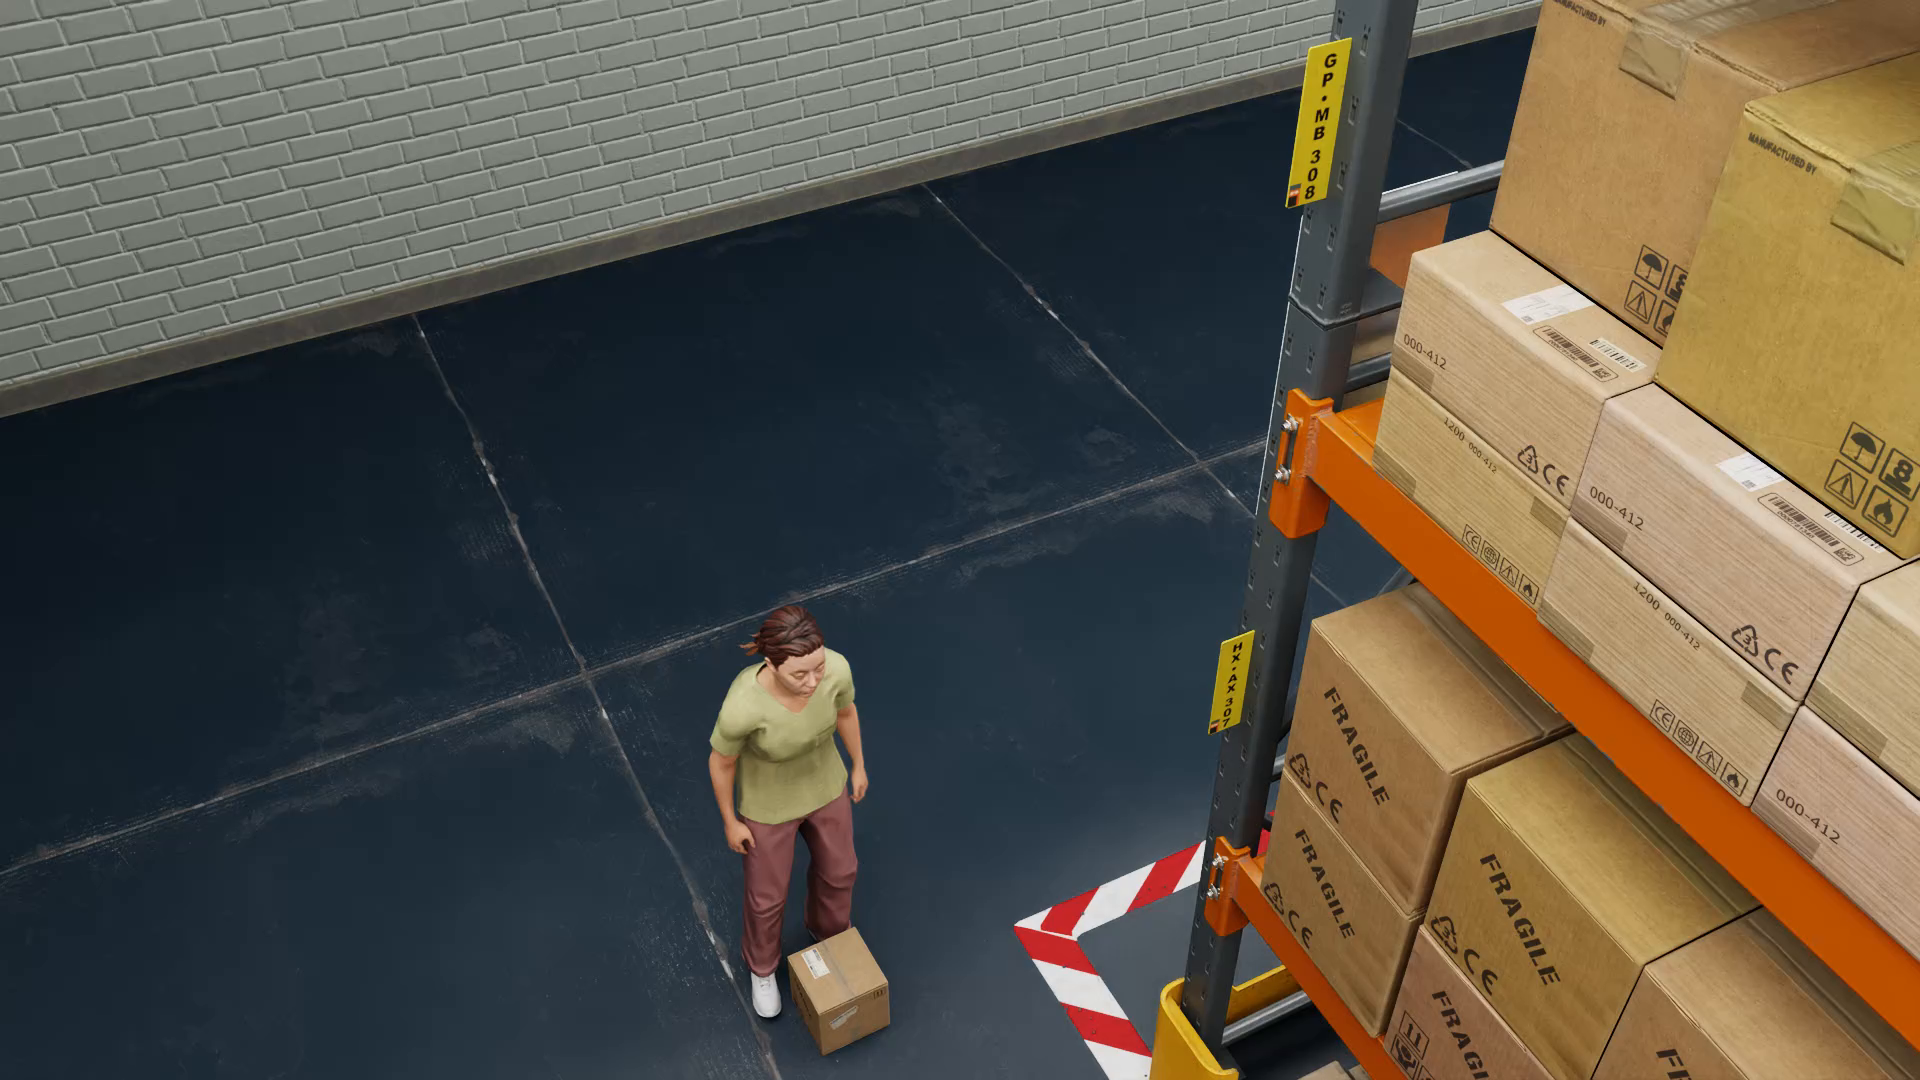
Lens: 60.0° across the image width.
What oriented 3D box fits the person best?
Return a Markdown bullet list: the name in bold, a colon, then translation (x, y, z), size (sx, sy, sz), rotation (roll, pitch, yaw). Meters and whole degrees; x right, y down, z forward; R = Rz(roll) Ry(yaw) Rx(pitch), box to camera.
- **person**: translation (-0.517, 0.823, 5.227), size (0.521, 1.672, 0.359), rotation (-21, 46, -22)
